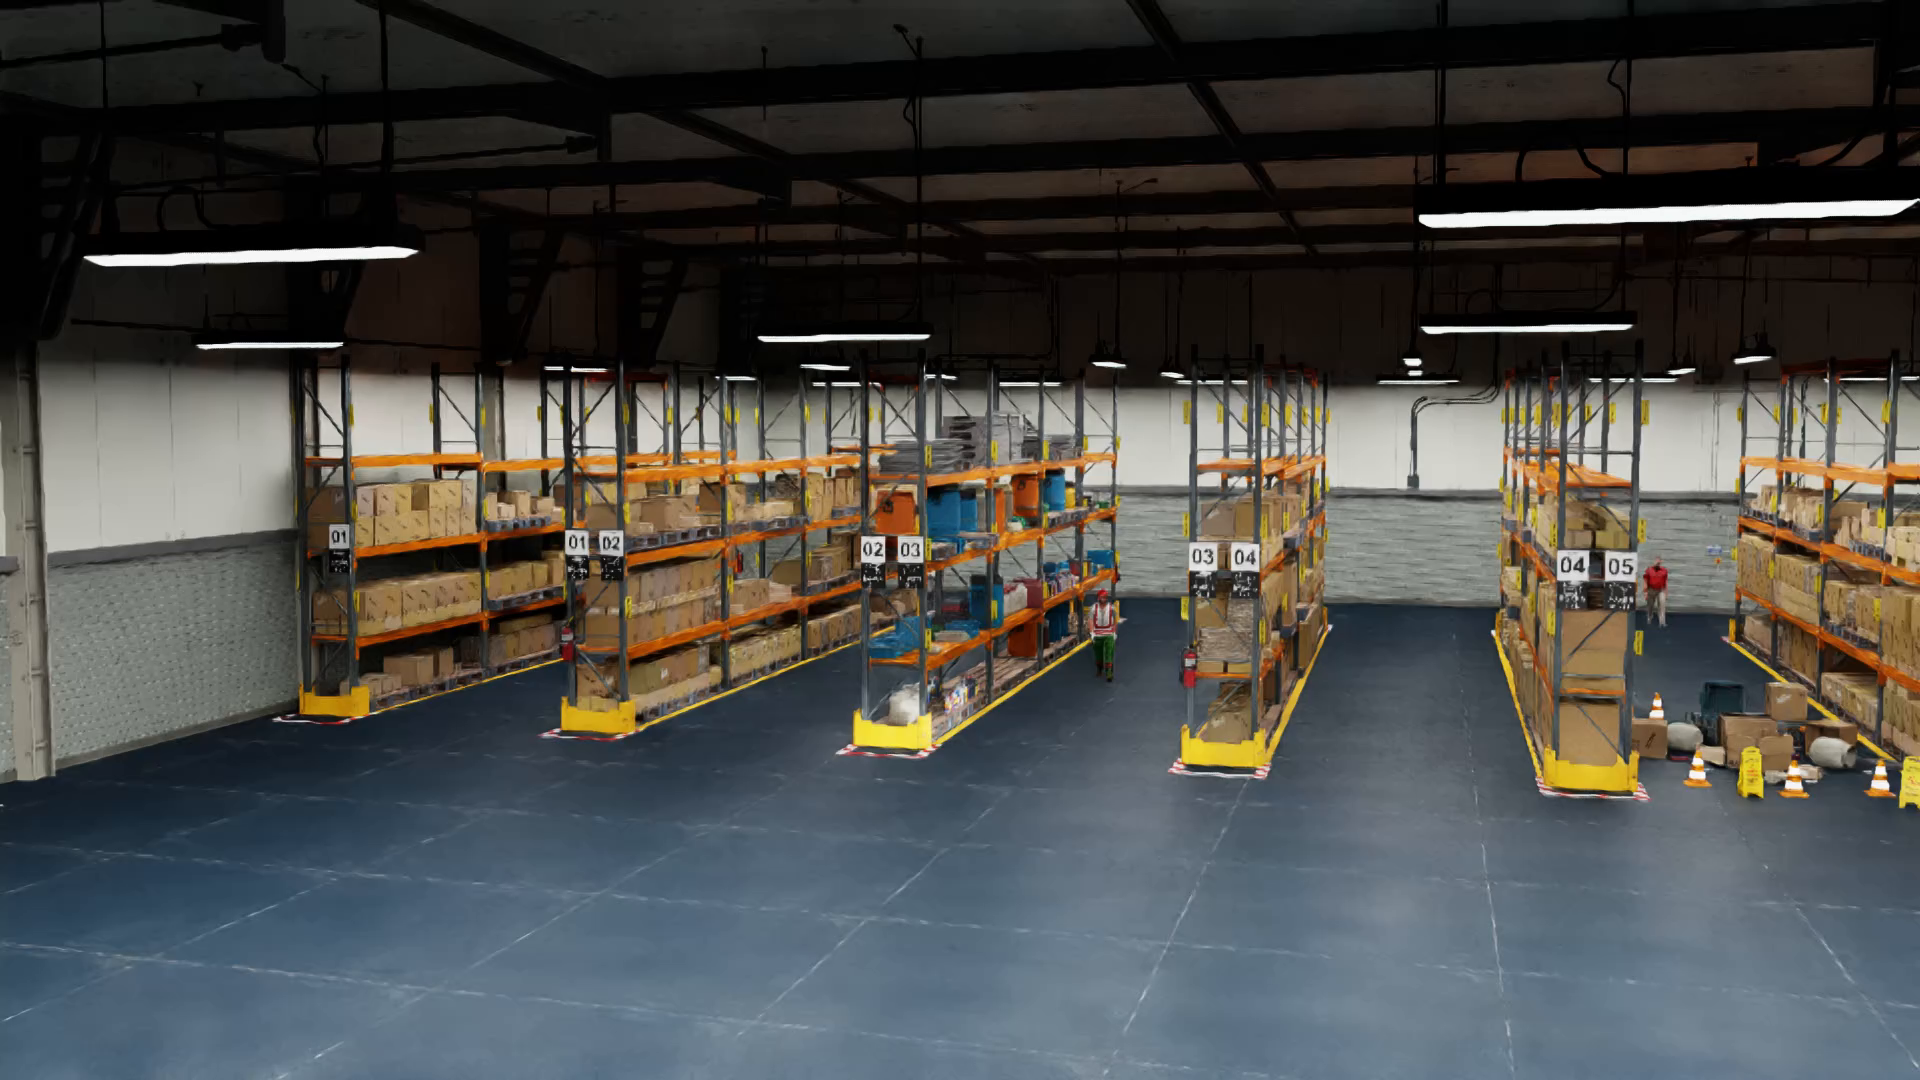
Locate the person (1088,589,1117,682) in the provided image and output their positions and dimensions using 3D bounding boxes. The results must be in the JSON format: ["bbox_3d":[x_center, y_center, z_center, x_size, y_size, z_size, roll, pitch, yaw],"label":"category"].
[{"bbox_3d":[2.687,1.774,31.379,0.528,1.727,1.030,1,4,8],"label":"person"}]

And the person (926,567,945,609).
[{"bbox_3d":[-0.671,0.894,43.116,0.583,1.762,0.566,-2,5,-21],"label":"person"}]

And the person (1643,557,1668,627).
[{"bbox_3d":[16.477,1.210,39.398,0.542,1.645,1.124,1,5,18],"label":"person"}]
